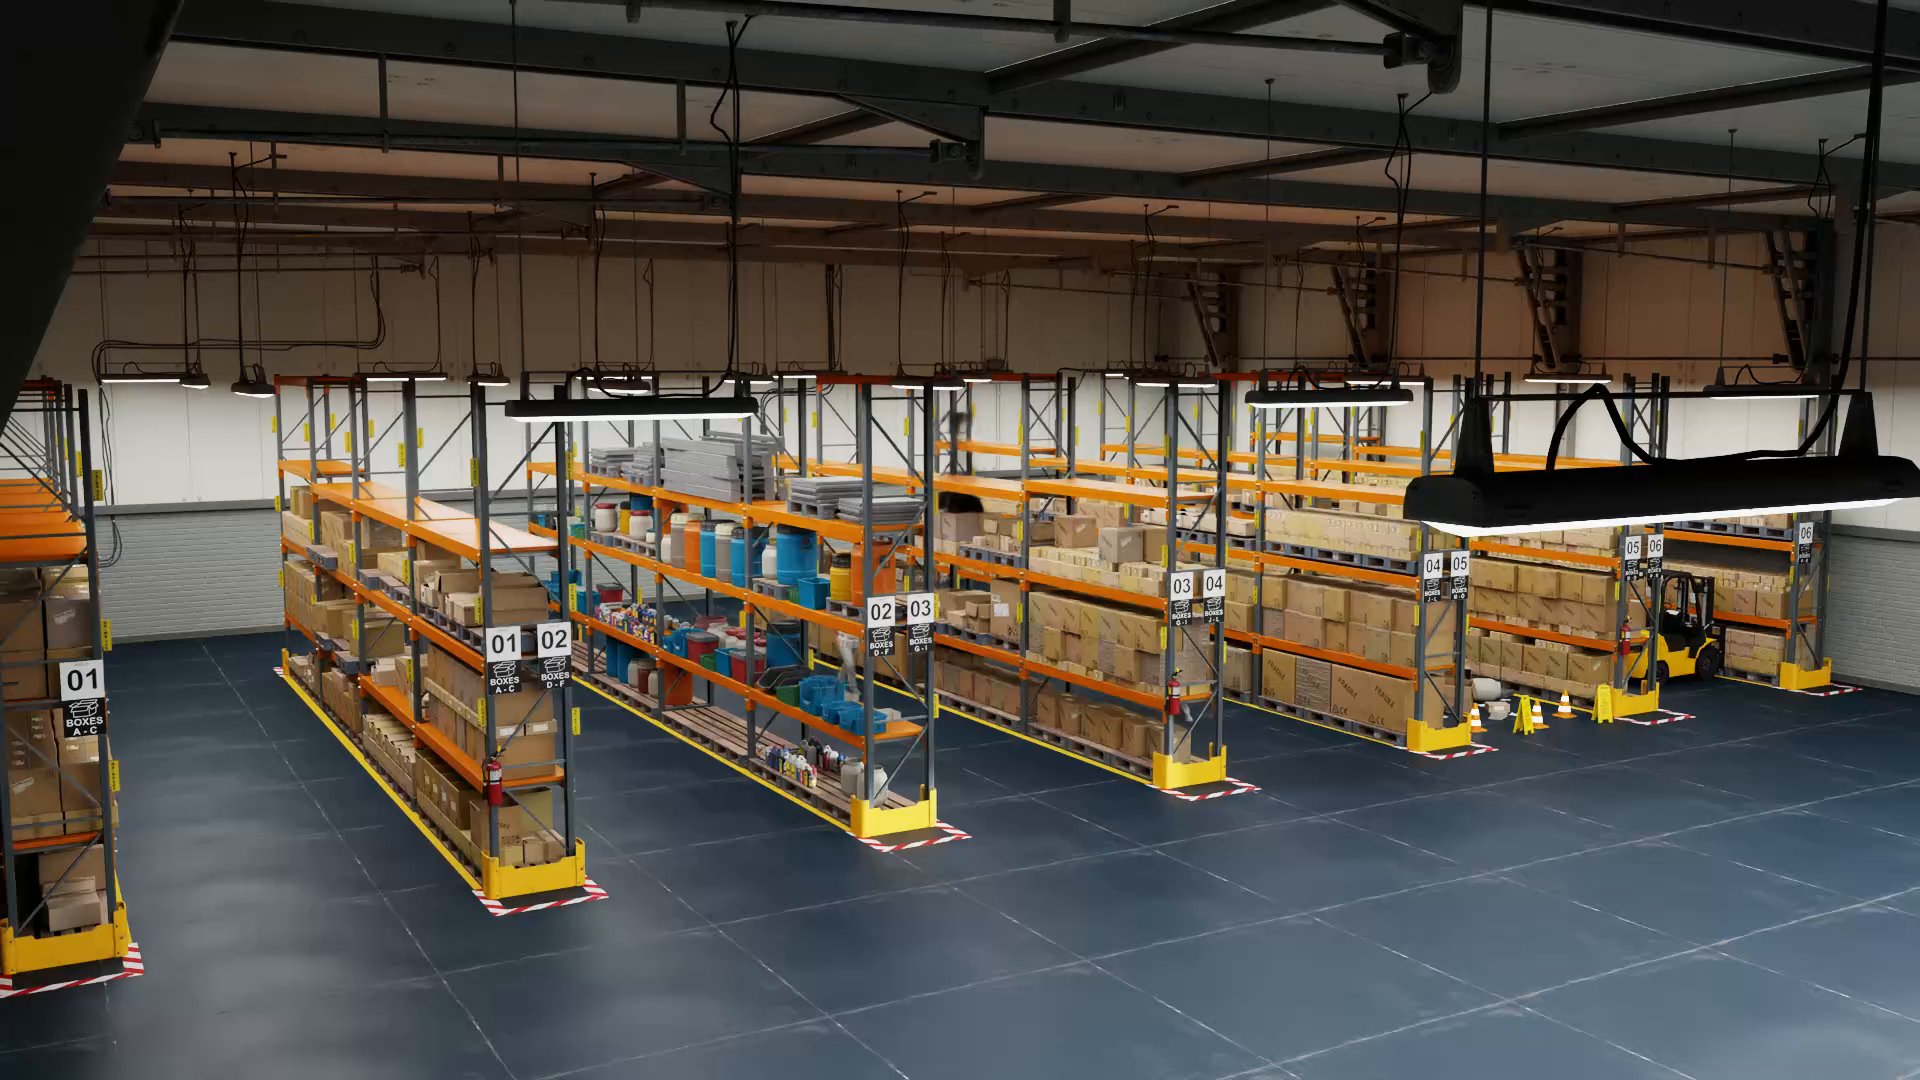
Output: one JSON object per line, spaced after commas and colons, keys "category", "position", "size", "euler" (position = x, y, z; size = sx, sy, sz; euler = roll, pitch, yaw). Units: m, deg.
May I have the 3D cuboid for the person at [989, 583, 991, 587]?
{"category": "person", "position": [0.992, 0.784, 43.100], "size": [0.607, 1.693, 0.652], "euler": [-3, 7, -26]}

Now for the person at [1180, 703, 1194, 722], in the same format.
{"category": "person", "position": [3.797, 2.288, 29.319], "size": [0.701, 1.752, 0.986], "euler": [-4, 8, -34]}

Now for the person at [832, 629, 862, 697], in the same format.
{"category": "person", "position": [-2.107, 2.023, 31.519], "size": [0.664, 1.786, 0.945], "euler": [-4, 7, -33]}

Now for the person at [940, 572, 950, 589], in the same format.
{"category": "person", "position": [-0.347, 0.935, 42.268], "size": [0.600, 1.578, 0.603], "euler": [1, 6, 7]}
